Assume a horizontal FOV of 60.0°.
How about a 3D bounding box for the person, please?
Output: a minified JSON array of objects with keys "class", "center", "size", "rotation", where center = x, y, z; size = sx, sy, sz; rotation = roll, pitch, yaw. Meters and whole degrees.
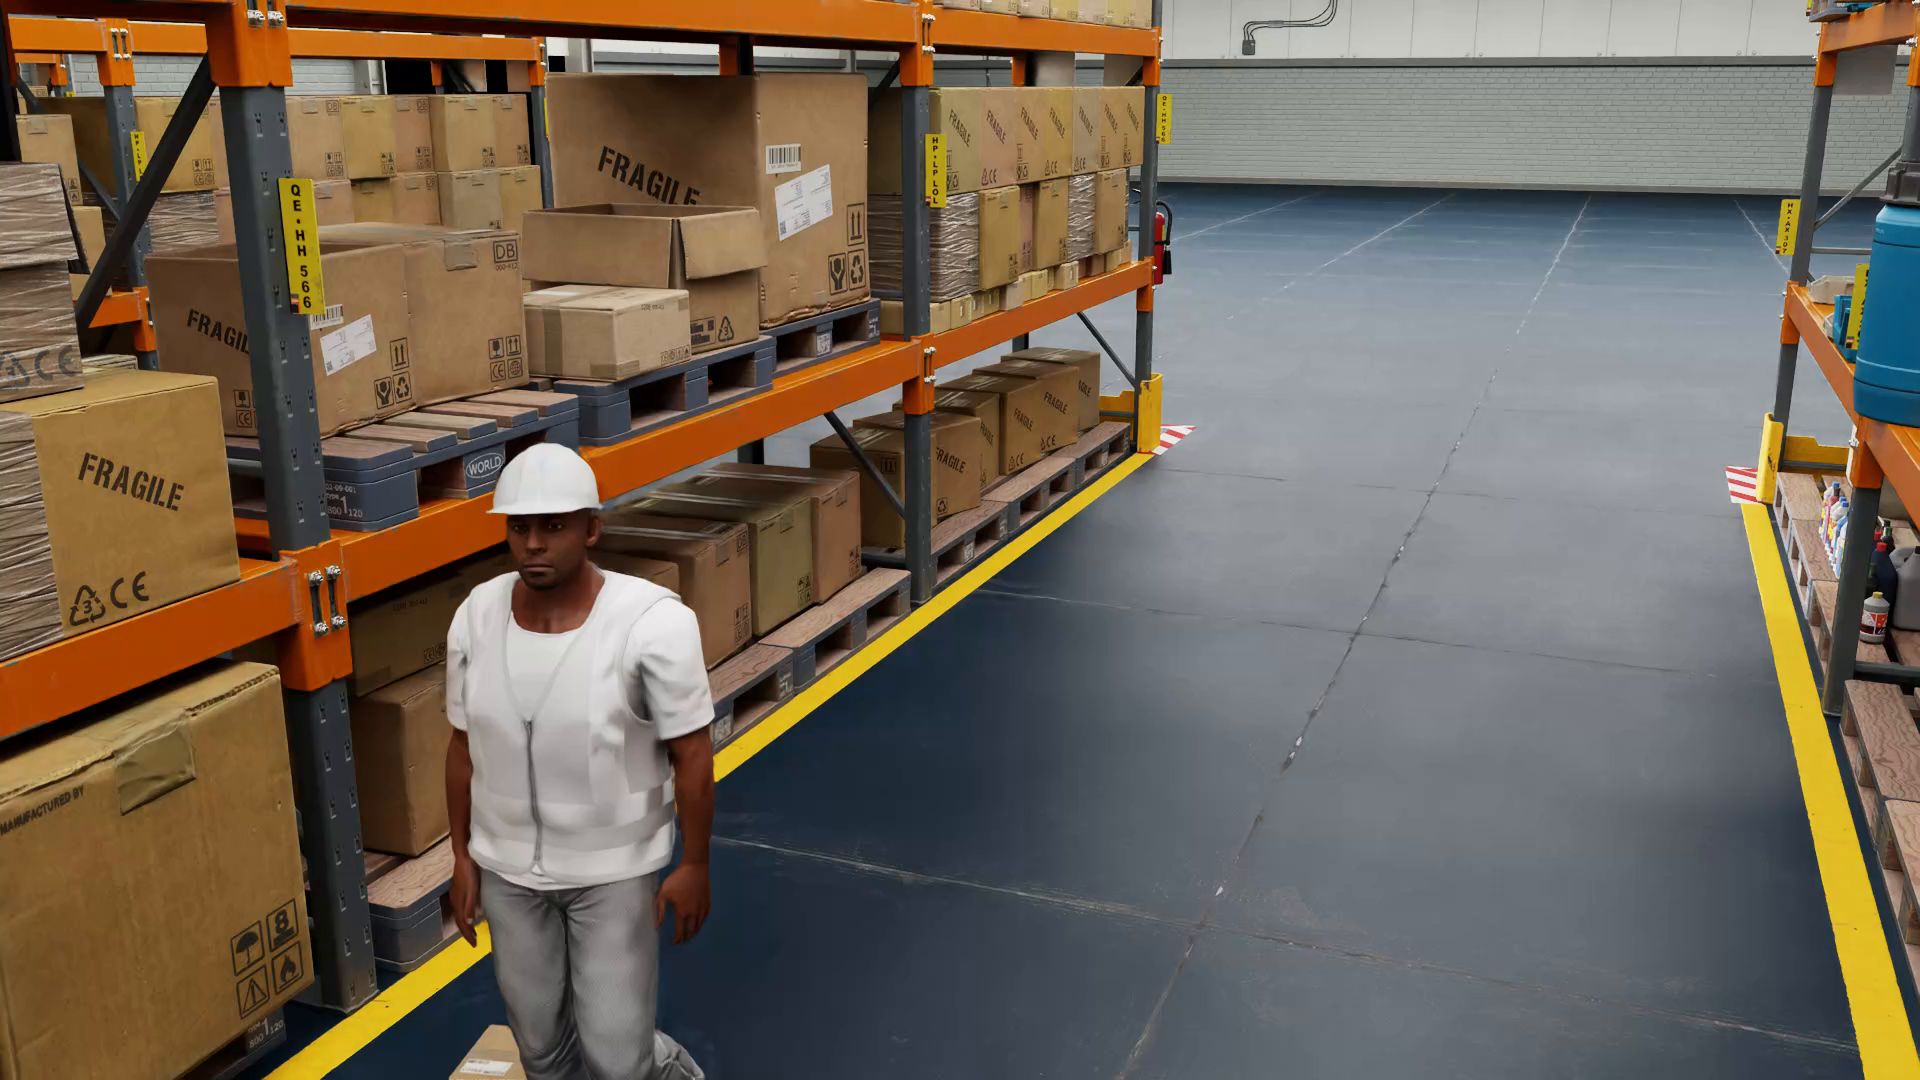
[{"class":"person","center":[-0.787,0.656,3.477],"size":[0.576,1.753,0.497],"rotation":[4,16,13]}]
